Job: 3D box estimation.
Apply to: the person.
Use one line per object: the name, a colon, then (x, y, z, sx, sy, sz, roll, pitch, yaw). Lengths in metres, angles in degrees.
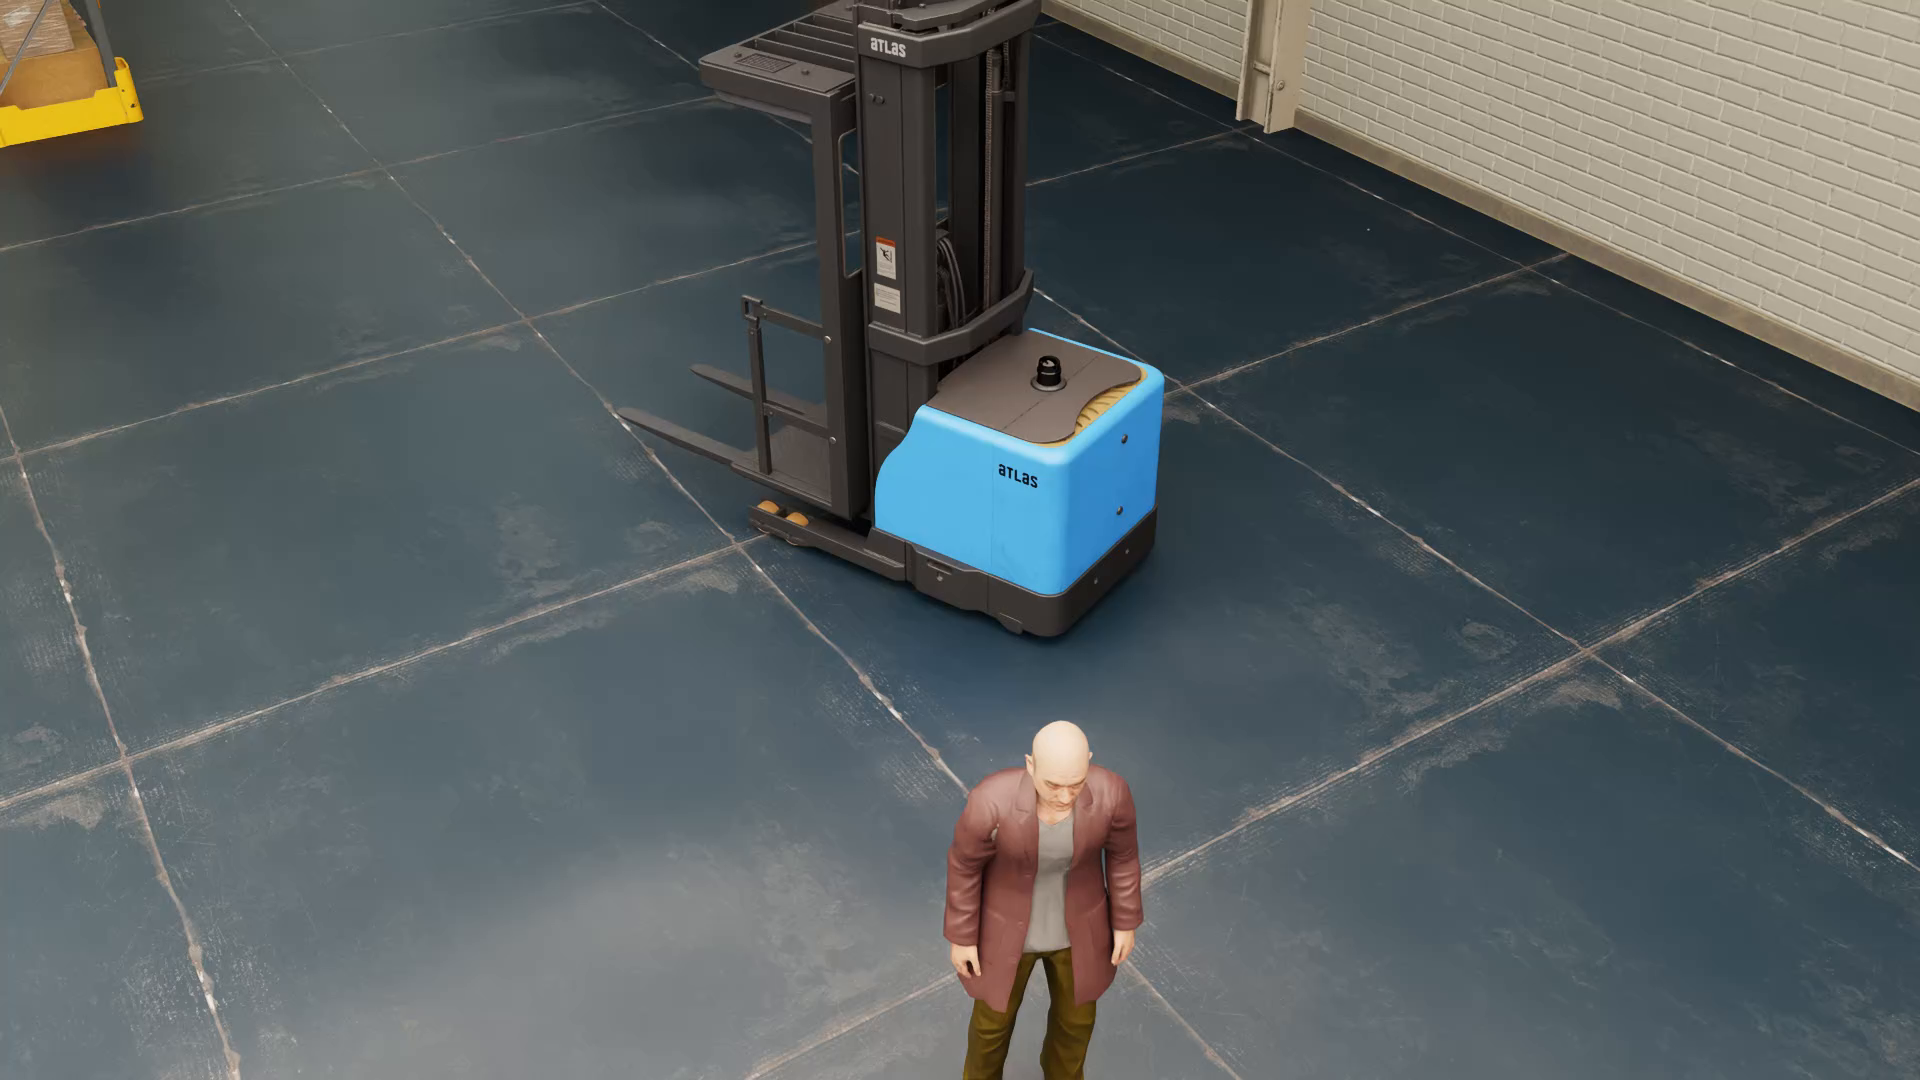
person: (0.270, 1.256, 5.367, 0.653, 1.774, 0.430, -3, 35, -5)

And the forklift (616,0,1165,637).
forklift: (-0.500, -1.399, 8.138, 3.031, 2.935, 1.130, 22, 41, 28)
